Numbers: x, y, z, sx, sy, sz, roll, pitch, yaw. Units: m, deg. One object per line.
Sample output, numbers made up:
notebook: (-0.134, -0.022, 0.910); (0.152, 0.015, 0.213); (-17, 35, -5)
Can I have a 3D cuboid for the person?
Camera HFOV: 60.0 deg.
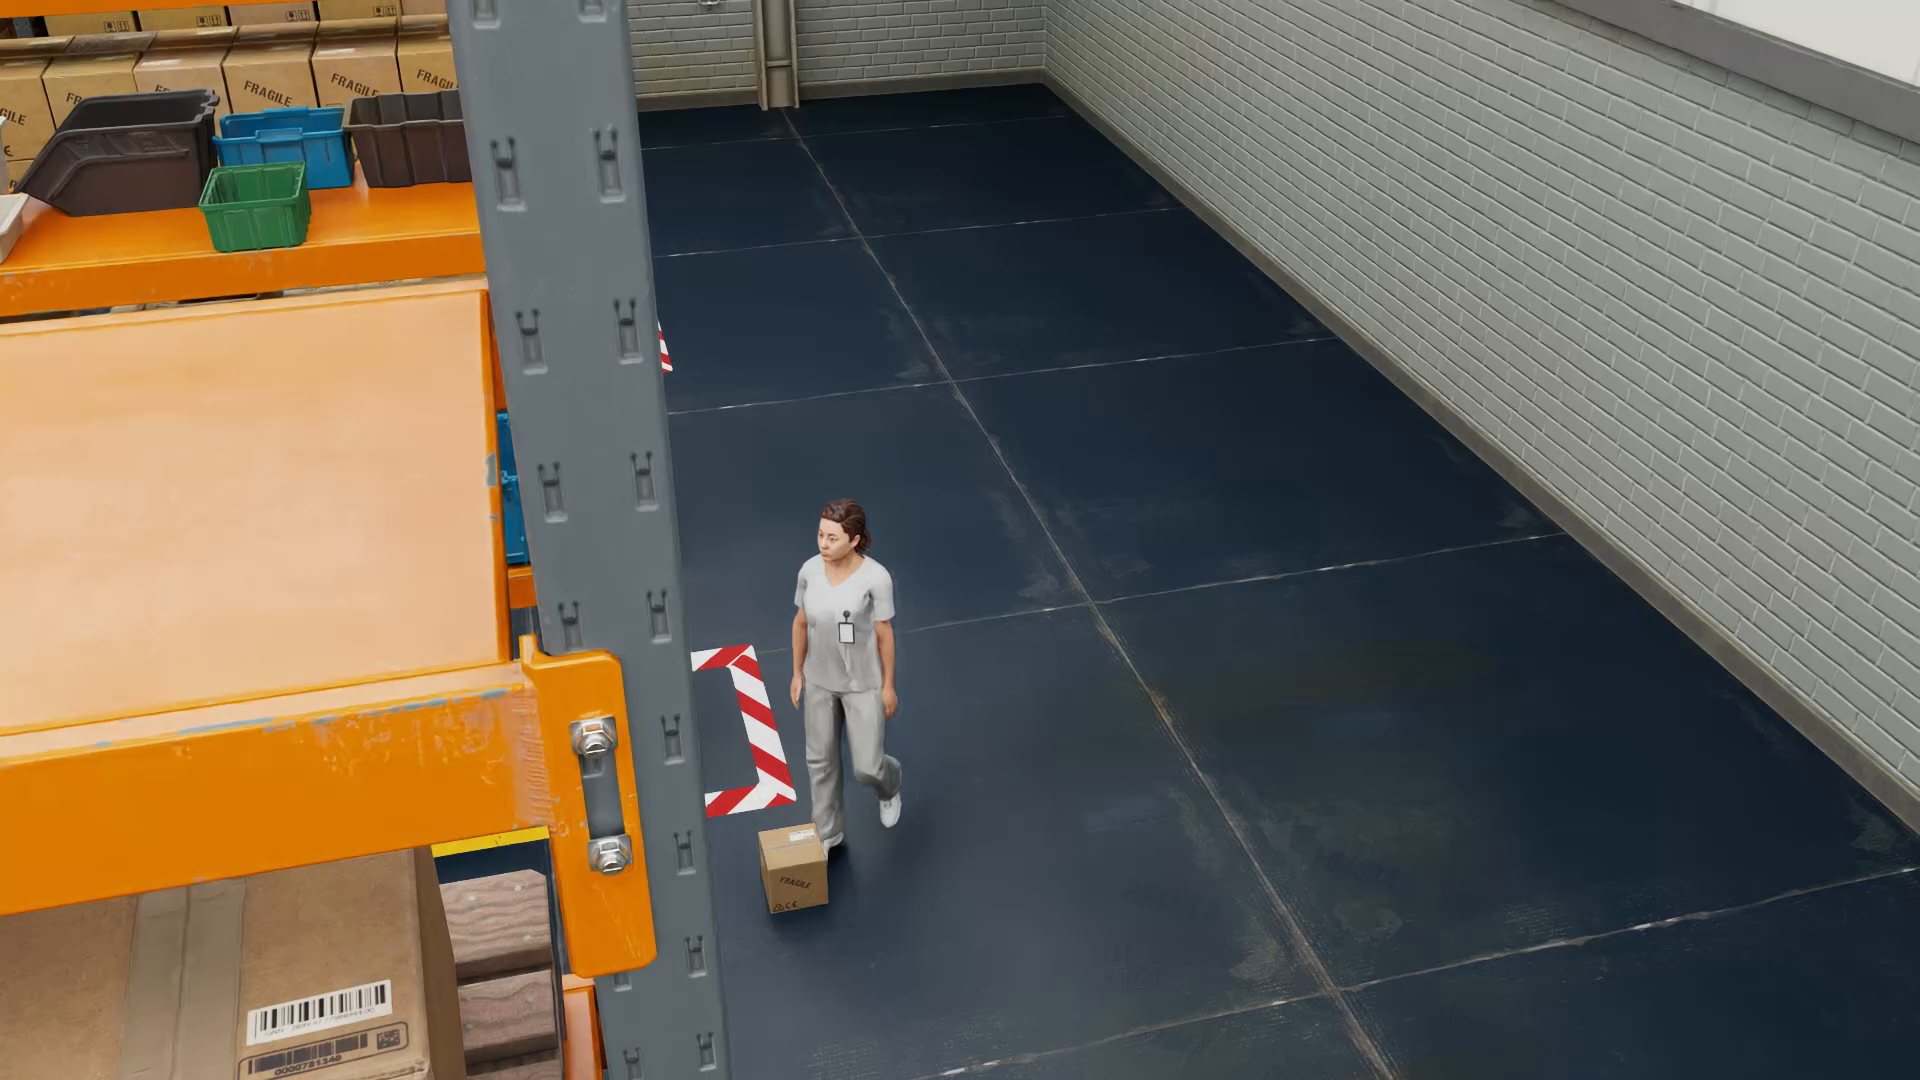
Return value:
person: (-0.503, 0.615, 7.040); (0.480, 1.667, 0.586); (11, 32, 18)
